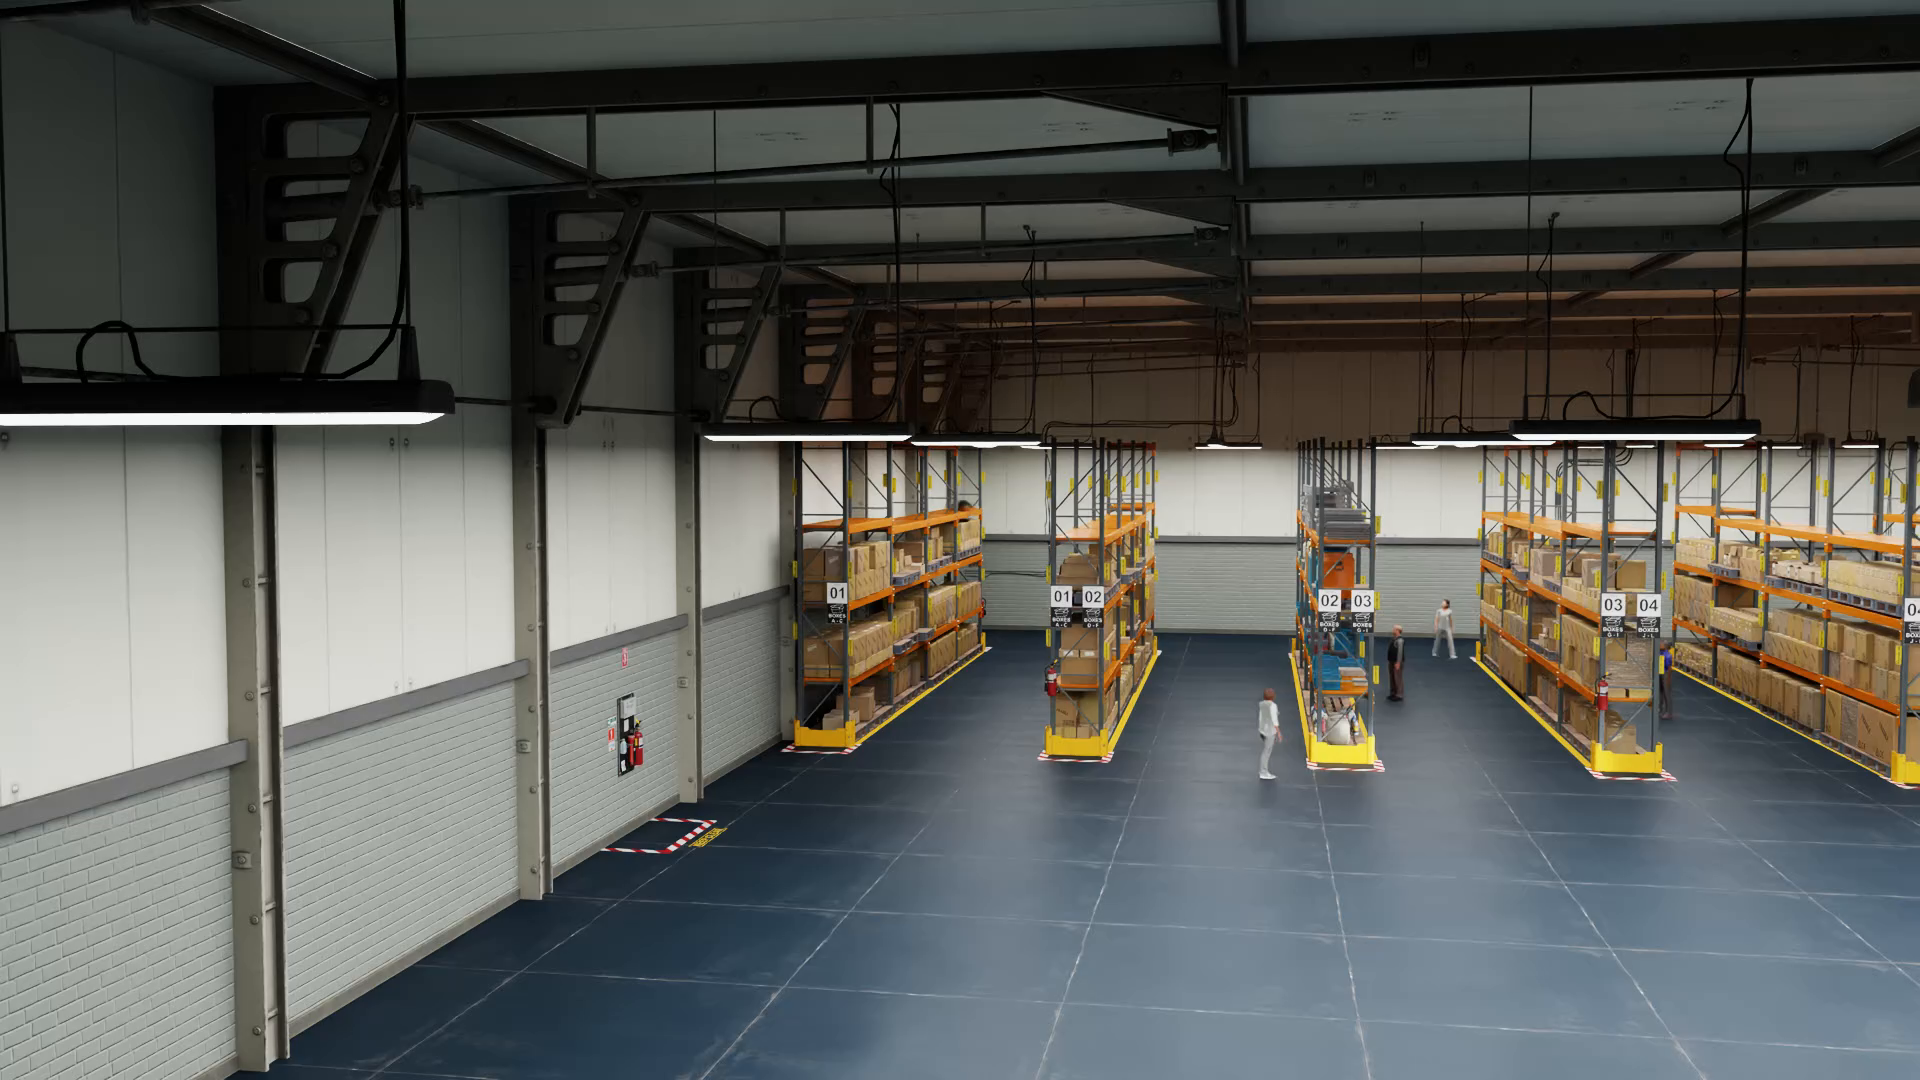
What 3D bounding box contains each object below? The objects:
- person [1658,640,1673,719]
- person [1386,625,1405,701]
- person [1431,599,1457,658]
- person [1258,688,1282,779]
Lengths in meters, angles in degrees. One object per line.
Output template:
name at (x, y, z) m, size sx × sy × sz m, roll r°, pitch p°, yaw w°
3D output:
person at (15.162, 2.991, 35.856) m, size 0.335 × 1.666 × 0.478 m, roll -1°, pitch 3°, yaw -17°
person at (10.053, 2.831, 38.315) m, size 0.403 × 1.723 × 0.572 m, roll -1°, pitch 3°, yaw -10°
person at (13.423, 2.453, 46.042) m, size 0.581 × 1.615 × 1.010 m, roll -1°, pitch 3°, yaw -13°
person at (5.433, 3.404, 29.146) m, size 0.407 × 1.622 × 0.524 m, roll -1°, pitch 3°, yaw -20°
